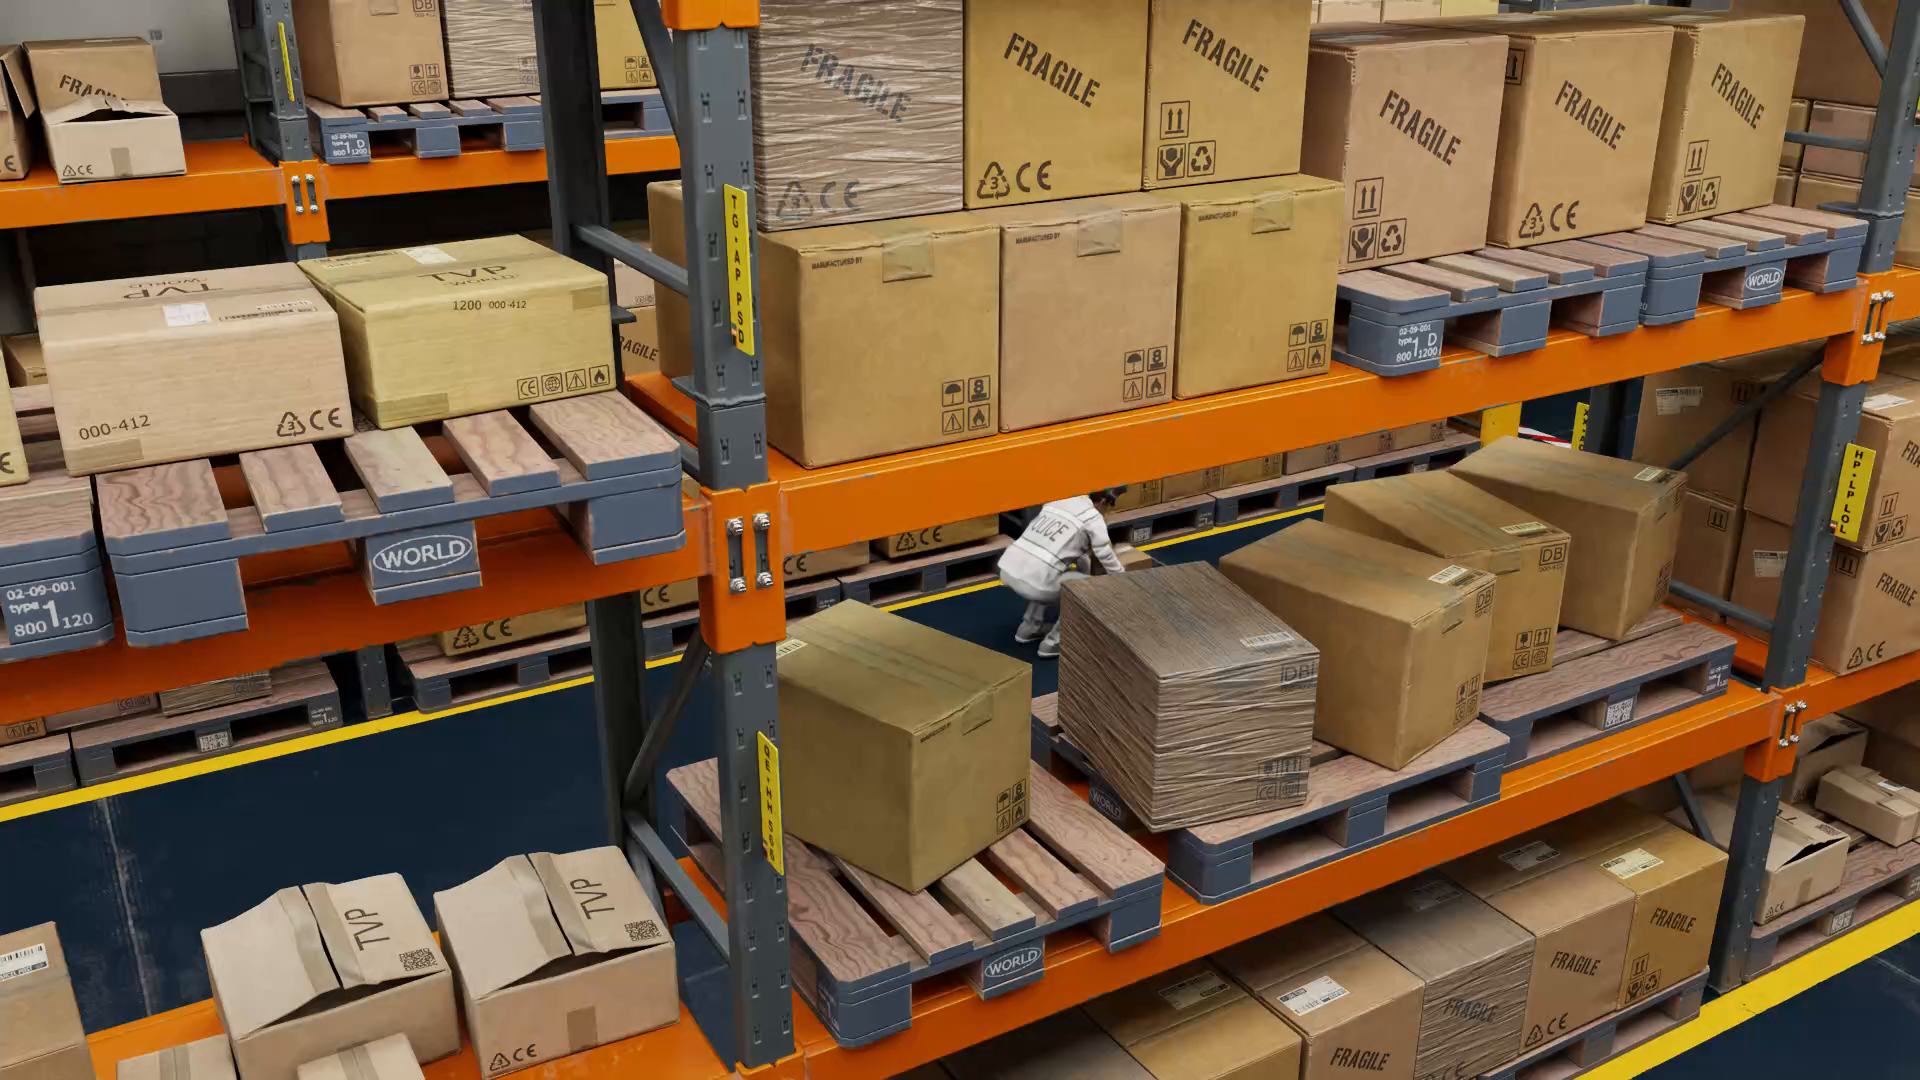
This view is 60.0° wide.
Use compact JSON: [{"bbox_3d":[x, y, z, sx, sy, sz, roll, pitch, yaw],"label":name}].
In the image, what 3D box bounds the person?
[{"bbox_3d":[0.591,0.114,9.242,0.825,0.974,0.490,-13,25,-29],"label":"person"}]
